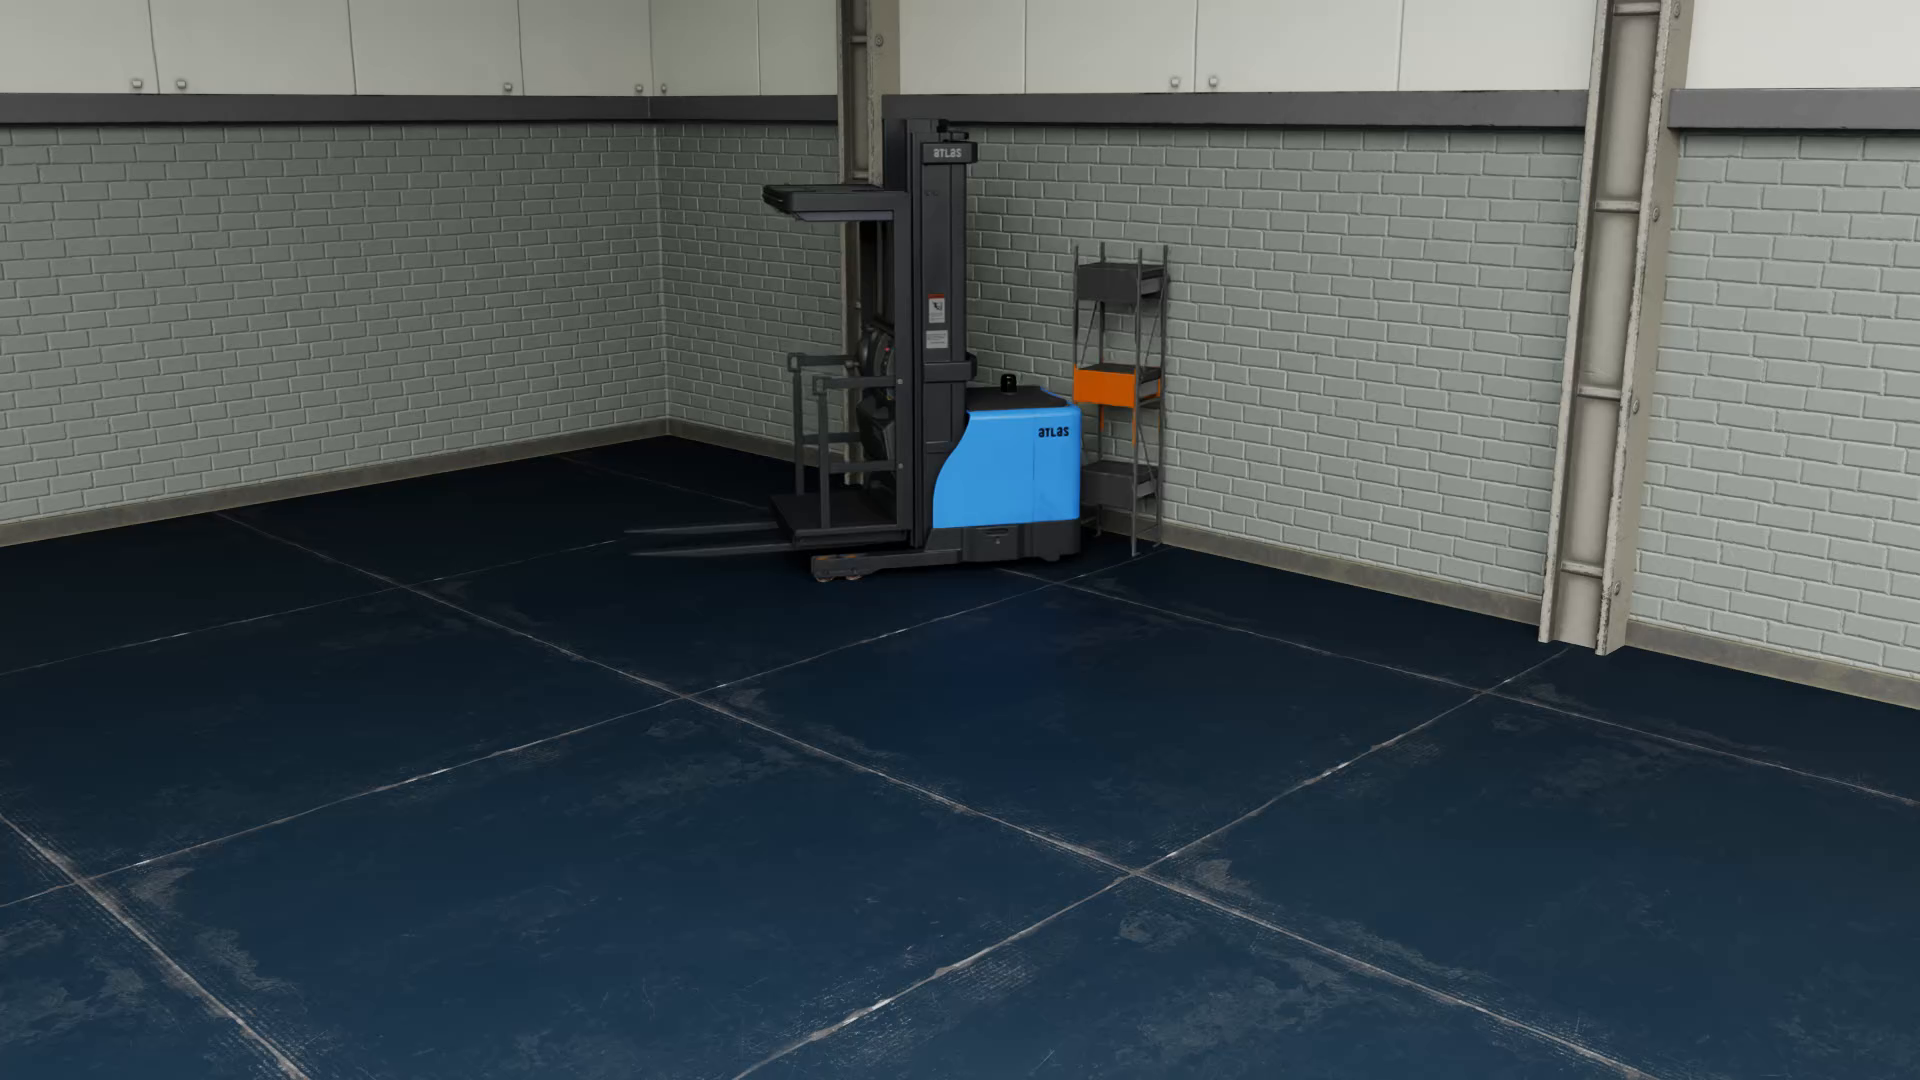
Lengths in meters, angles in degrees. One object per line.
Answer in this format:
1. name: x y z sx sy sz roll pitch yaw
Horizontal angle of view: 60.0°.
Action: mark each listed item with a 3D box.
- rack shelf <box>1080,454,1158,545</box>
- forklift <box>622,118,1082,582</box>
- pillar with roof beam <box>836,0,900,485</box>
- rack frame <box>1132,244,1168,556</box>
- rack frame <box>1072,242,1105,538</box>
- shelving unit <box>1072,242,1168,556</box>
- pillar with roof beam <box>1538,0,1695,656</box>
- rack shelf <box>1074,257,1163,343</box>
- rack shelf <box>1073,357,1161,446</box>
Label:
1. rack shelf: 1.102 -0.288 11.696 0.480 0.518 0.431 9 17 33
2. forklift: -0.747 -1.288 11.063 3.031 2.935 1.130 -4 15 -14
3. pillar with roof beam: -3.695 -4.030 9.552 0.400 9.000 9.100 14 20 42
4. rack frame: 1.299 -0.947 11.385 0.015 2.100 0.400 9 17 33
5. rack frame: 0.896 -1.012 11.652 0.015 2.100 0.400 9 17 33
6. shelving unit: 1.097 -0.979 11.519 0.503 2.100 0.431 9 17 33
7. pillar with roof beam: 0.624 -2.980 5.522 0.400 9.000 9.100 14 20 42
8. rack shelf: 1.093 -1.644 11.349 0.480 0.518 0.431 9 17 33
9. rack shelf: 1.097 -0.966 11.522 0.480 0.518 0.431 9 17 33
